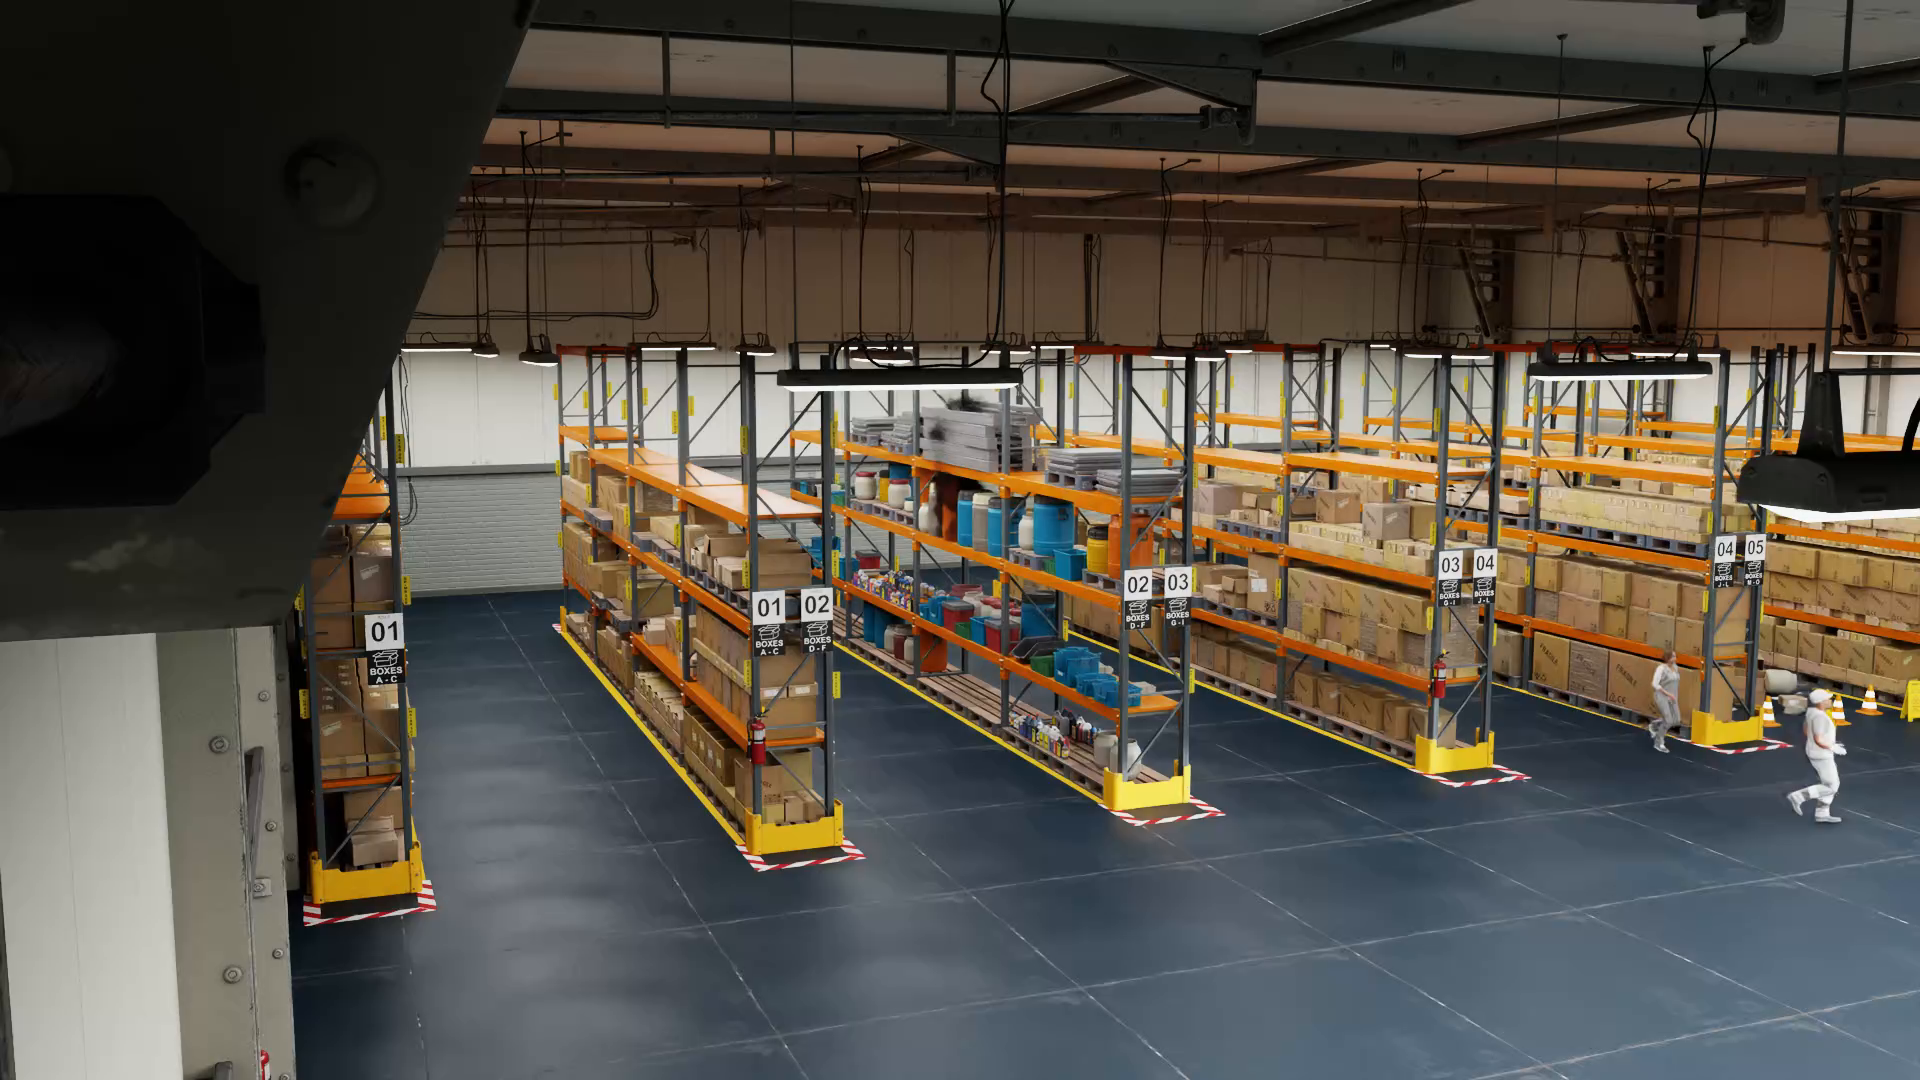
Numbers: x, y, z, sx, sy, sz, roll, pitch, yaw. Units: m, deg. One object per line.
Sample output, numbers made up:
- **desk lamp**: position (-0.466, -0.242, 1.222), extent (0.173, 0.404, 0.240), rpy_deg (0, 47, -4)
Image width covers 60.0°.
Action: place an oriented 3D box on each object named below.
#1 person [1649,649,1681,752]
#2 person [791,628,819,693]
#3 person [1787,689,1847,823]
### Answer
- **person**: position (10.612, 2.400, 25.027), extent (0.582, 1.566, 0.559), rpy_deg (-5, 9, -32)
- **person**: position (-2.663, 1.855, 29.100), extent (0.558, 1.584, 0.723), rpy_deg (-5, 9, -33)
- **person**: position (10.995, 2.766, 21.339), extent (0.667, 1.739, 0.657), rpy_deg (2, 8, 17)
